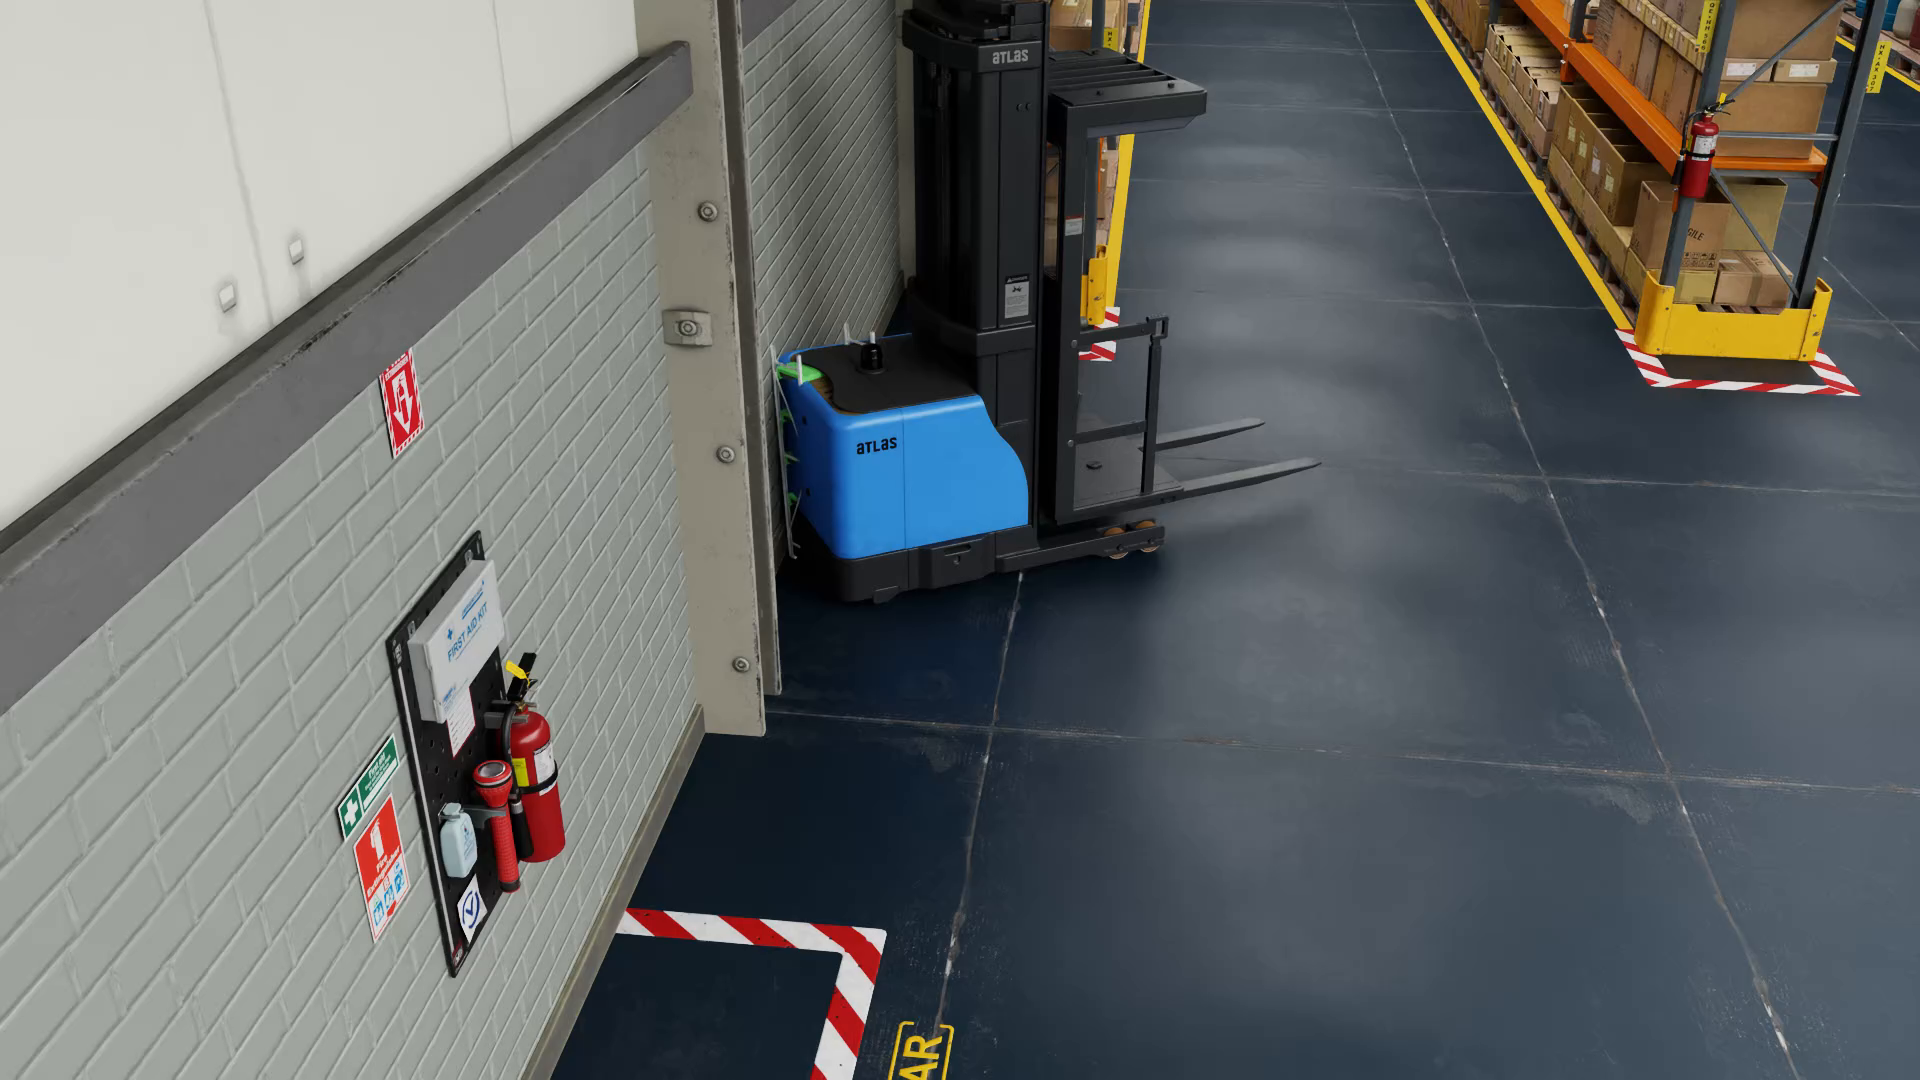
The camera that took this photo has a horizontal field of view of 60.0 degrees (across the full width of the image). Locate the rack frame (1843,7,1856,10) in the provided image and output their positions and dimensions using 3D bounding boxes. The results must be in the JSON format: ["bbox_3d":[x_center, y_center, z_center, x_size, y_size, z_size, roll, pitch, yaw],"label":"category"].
[{"bbox_3d":[11.784,-8.044,21.019,1.000,3.000,0.127,3,28,6],"label":"rack frame"}]

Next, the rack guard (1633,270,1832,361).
[{"bbox_3d":[5.395,-1.574,11.644,1.175,0.500,0.348,3,28,6],"label":"rack guard"}]

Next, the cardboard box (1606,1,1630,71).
[{"bbox_3d":[5.782,-4.154,13.693,0.700,0.500,0.500,3,28,6],"label":"cardboard box"}]

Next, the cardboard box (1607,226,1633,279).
[{"bbox_3d":[5.220,-2.165,12.563,0.500,0.250,0.500,3,28,6],"label":"cardboard box"}]

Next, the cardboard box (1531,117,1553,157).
[{"bbox_3d":[5.652,-3.755,15.513,0.500,0.250,0.500,3,28,6],"label":"cardboard box"}]

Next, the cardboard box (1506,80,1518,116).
[{"bbox_3d":[5.841,-4.473,16.846,0.500,0.250,0.500,4,29,7],"label":"cardboard box"}]

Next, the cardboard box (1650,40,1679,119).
[{"bbox_3d":[5.594,-3.429,12.347,0.700,0.500,0.500,4,29,7],"label":"cardboard box"}]

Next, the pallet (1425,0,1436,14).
[{"bbox_3d":[6.954,-7.429,22.818,1.003,0.211,1.213,3,28,6],"label":"pallet"}]

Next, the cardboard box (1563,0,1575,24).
[{"bbox_3d":[5.814,-4.934,15.387,0.396,0.266,0.258,3,28,5],"label":"cardboard box"}]

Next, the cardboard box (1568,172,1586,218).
[{"bbox_3d":[5.398,-2.872,13.874,0.500,0.250,0.500,3,28,6],"label":"cardboard box"}]

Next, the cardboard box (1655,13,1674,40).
[{"bbox_3d":[5.413,-3.815,12.380,0.380,0.149,0.250,4,29,8],"label":"cardboard box"}]

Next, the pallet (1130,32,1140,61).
[{"bbox_3d":[1.633,-5.876,19.935,1.003,0.211,1.213,3,28,6],"label":"pallet"}]

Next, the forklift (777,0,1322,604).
[{"bbox_3d":[0.573,-1.406,8.770,3.031,2.935,1.130,-11,30,-20],"label":"forklift"}]

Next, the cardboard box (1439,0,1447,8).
[{"bbox_3d":[6.568,-7.214,21.649,0.500,0.500,0.500,2,28,4],"label":"cardboard box"}]

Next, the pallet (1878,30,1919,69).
[{"bbox_3d":[11.501,-5.880,19.942,1.003,0.211,1.213,3,28,6],"label":"pallet"}]

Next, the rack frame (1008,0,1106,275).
[{"bbox_3d":[0.481,-2.971,11.603,1.000,3.000,0.127,3,28,6],"label":"rack frame"}]

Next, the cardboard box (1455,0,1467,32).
[{"bbox_3d":[6.382,-6.489,20.304,0.500,0.500,0.500,2,28,4],"label":"cardboard box"}]

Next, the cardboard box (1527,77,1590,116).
[{"bbox_3d":[5.711,-4.242,15.826,0.500,0.311,0.500,4,29,8],"label":"cardboard box"}]

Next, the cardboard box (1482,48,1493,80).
[{"bbox_3d":[6.023,-5.196,18.188,0.500,0.250,0.500,3,28,6],"label":"cardboard box"}]

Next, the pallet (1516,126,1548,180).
[{"bbox_3d":[5.940,-3.690,15.876,1.003,0.211,1.213,3,28,6],"label":"pallet"}]

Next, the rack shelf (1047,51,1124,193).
[{"bbox_3d":[0.727,-3.596,13.521,1.077,0.370,4.000,3,28,6],"label":"rack shelf"}]

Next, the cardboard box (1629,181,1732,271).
[{"bbox_3d":[5.169,-2.260,11.947,0.500,0.500,0.500,3,28,6],"label":"cardboard box"}]

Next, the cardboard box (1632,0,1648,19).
[{"bbox_3d":[5.509,-4.176,13.049,0.380,0.149,0.250,3,28,5],"label":"cardboard box"}]

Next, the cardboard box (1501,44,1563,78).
[{"bbox_3d":[5.902,-4.955,17.150,0.500,0.311,0.500,3,28,5],"label":"cardboard box"}]

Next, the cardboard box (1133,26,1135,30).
[{"bbox_3d":[1.796,-6.726,20.396,0.750,0.750,0.750,3,28,6],"label":"cardboard box"}]

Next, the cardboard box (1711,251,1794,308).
[{"bbox_3d":[5.685,-1.899,12.069,0.500,0.250,0.500,3,28,6],"label":"cardboard box"}]

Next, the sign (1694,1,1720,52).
[{"bbox_3d":[4.861,-3.337,10.812,0.100,0.325,0.005,3,28,6],"label":"sign"}]

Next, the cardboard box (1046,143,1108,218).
[{"bbox_3d":[0.865,-2.996,13.820,0.700,0.500,0.500,2,28,3],"label":"cardboard box"}]

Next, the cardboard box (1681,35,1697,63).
[{"bbox_3d":[5.318,-3.449,11.701,0.380,0.149,0.250,3,28,5],"label":"cardboard box"}]

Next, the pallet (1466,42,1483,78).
[{"bbox_3d":[6.508,-5.573,19.371,1.003,0.211,1.213,3,28,6],"label":"pallet"}]

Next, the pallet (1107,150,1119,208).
[{"bbox_3d":[0.924,-3.308,15.169,1.003,0.211,1.213,3,28,6],"label":"pallet"}]

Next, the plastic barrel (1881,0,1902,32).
[{"bbox_3d":[11.614,-6.717,20.325,0.600,0.901,0.708,3,28,6],"label":"plastic barrel"}]

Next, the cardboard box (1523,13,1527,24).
[{"bbox_3d":[6.776,-5.989,19.375,0.500,0.500,0.500,2,28,4],"label":"cardboard box"}]

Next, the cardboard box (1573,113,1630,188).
[{"bbox_3d":[5.398,-3.202,13.696,0.500,0.500,0.500,3,28,6],"label":"cardboard box"}]

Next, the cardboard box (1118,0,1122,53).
[{"bbox_3d":[0.978,-3.926,12.722,0.500,0.500,0.500,2,28,5],"label":"cardboard box"}]

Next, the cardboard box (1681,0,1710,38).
[{"bbox_3d":[5.534,-3.792,11.653,0.700,0.500,0.500,3,28,5],"label":"cardboard box"}]

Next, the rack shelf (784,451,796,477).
[{"bbox_3d":[-0.688,-0.444,8.930,0.480,0.148,0.258,-23,32,-37],"label":"rack shelf"}]

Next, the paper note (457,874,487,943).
[{"bbox_3d":[-1.457,1.101,4.972,0.016,0.148,0.142,3,28,6],"label":"paper note"}]

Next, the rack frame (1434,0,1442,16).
[{"bbox_3d":[6.869,-8.334,21.557,1.000,3.000,0.127,3,28,6],"label":"rack frame"}]

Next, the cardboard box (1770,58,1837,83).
[{"bbox_3d":[5.660,-3.187,11.214,0.380,0.149,0.250,3,28,6],"label":"cardboard box"}]

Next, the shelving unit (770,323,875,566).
[{"bbox_3d":[-0.691,-0.502,8.903,0.503,1.200,0.258,-23,32,-37],"label":"shelving unit"}]

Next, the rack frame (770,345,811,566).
[{"bbox_3d":[-0.870,-0.425,8.756,0.015,1.200,0.240,-23,32,-37],"label":"rack frame"}]

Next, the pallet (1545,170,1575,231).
[{"bbox_3d":[5.749,-2.969,14.538,1.003,0.211,1.213,3,28,6],"label":"pallet"}]

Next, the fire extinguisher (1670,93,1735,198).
[{"bbox_3d":[4.923,-2.623,11.037,0.296,0.674,0.183,3,28,6],"label":"fire extinguisher"}]

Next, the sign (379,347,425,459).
[{"bbox_3d":[-1.467,-0.388,4.364,0.001,0.298,0.199,3,28,6],"label":"sign"}]
